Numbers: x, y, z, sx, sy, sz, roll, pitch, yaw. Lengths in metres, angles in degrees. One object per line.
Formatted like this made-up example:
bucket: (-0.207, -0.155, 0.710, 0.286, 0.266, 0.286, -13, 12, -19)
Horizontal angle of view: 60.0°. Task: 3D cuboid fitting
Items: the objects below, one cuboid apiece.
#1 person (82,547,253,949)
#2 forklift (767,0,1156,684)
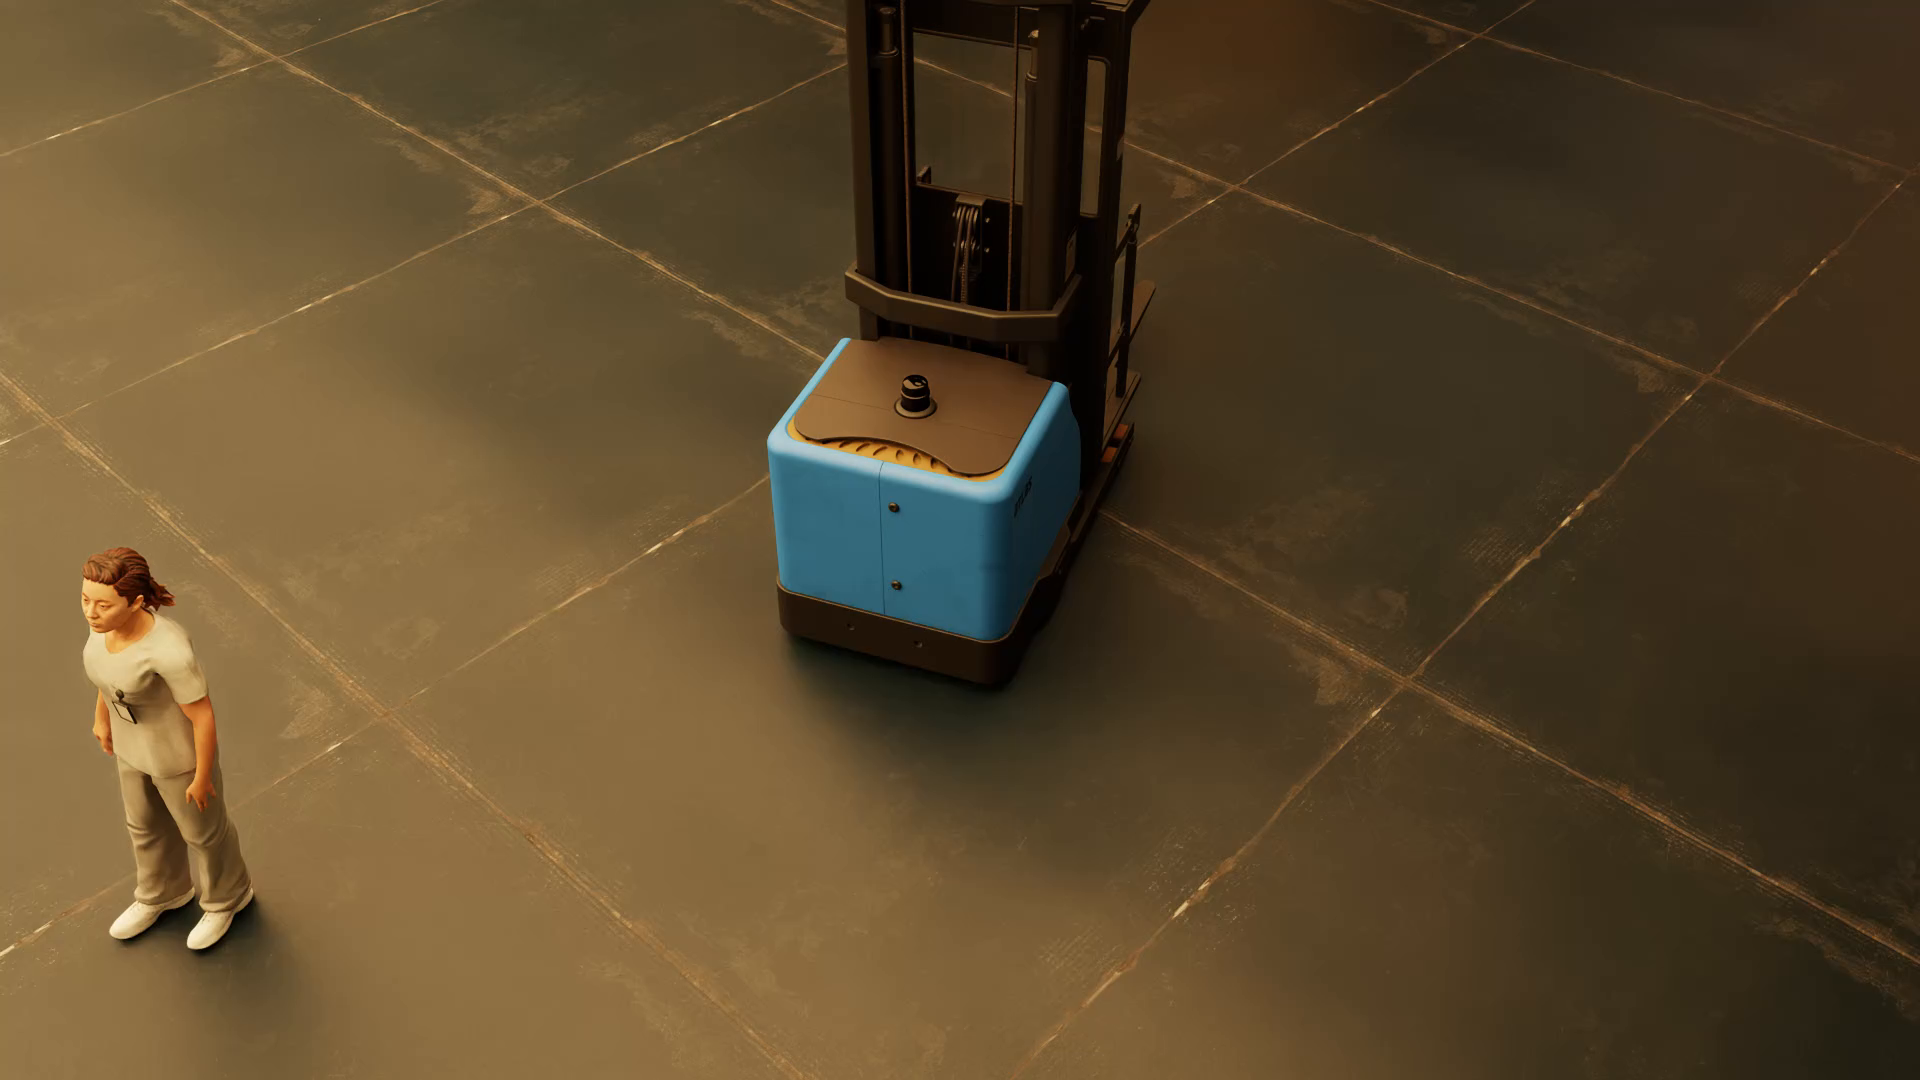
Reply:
person: (-2.700, 0.734, 5.525, 0.550, 1.673, 0.548, 21, 45, 23)
forklift: (0.211, -1.484, 7.158, 1.130, 2.935, 3.031, 14, 42, 15)
